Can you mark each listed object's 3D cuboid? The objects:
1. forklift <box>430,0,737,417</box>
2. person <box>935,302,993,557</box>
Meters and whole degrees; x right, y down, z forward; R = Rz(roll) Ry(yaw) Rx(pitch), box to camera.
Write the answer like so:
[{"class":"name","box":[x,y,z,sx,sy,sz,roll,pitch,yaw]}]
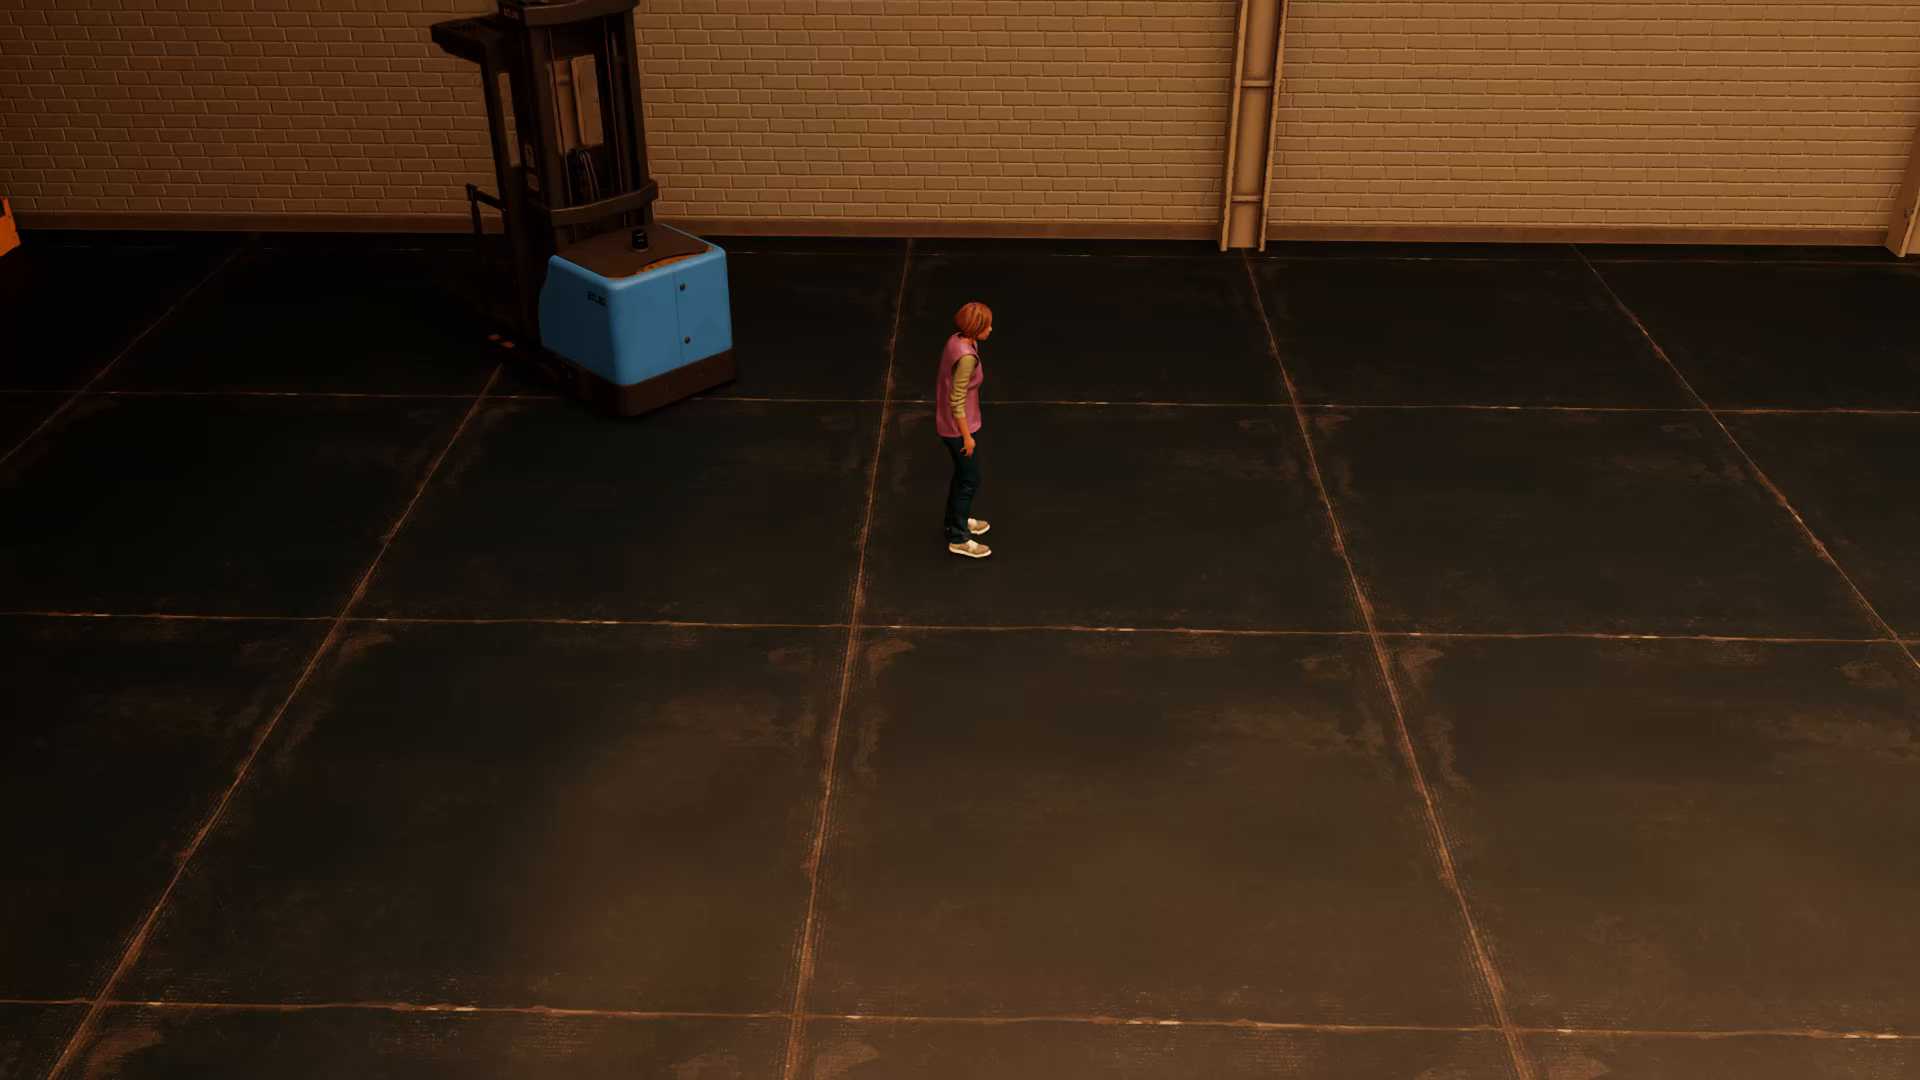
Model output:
[{"class":"forklift","box":[-3.064,-2.789,12.345,1.130,2.935,3.031,-27,40,-37]},{"class":"person","box":[0.021,-0.688,10.101,0.344,1.591,0.467,0,31,0]}]
